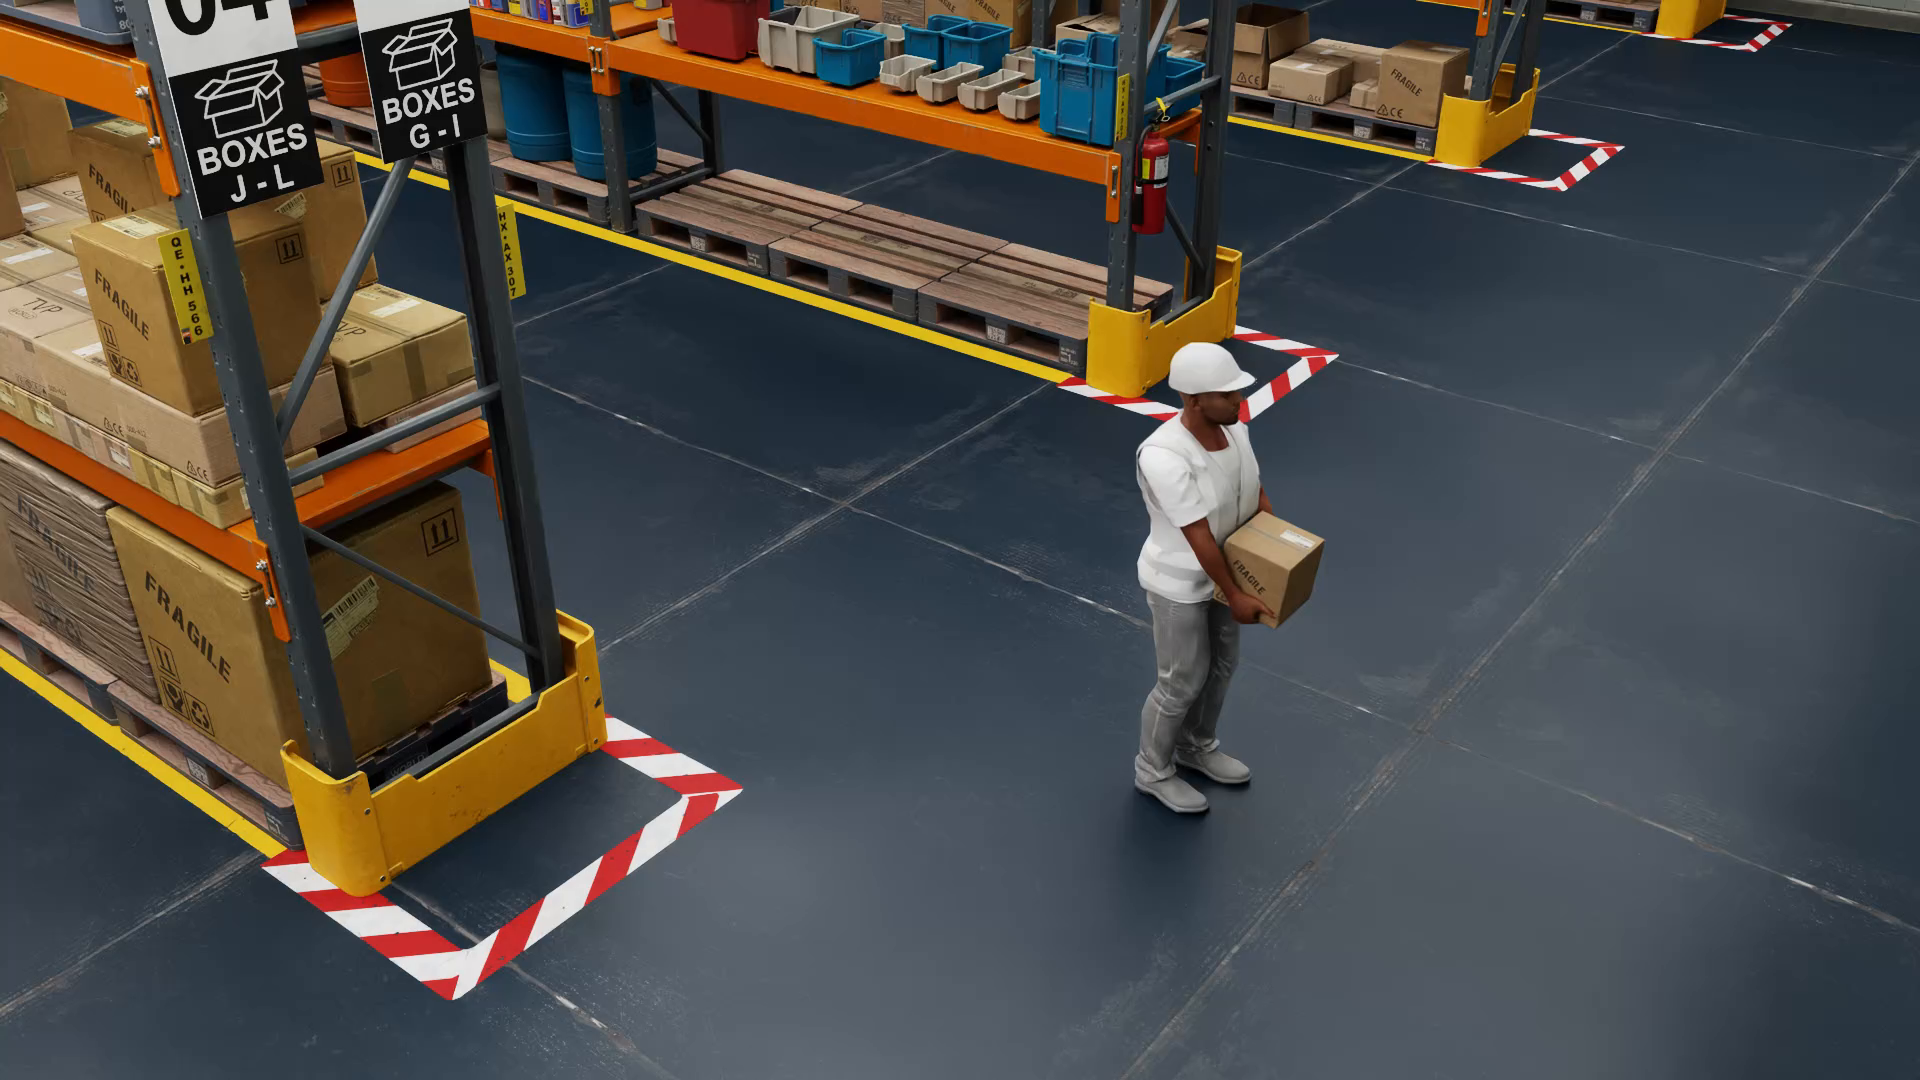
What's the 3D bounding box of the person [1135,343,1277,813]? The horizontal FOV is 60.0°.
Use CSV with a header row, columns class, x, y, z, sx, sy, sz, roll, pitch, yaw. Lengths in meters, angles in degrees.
class,x,y,z,sx,sy,sz,roll,pitch,yaw
person,0.921,0.163,5.838,0.575,1.762,0.504,22,37,32
